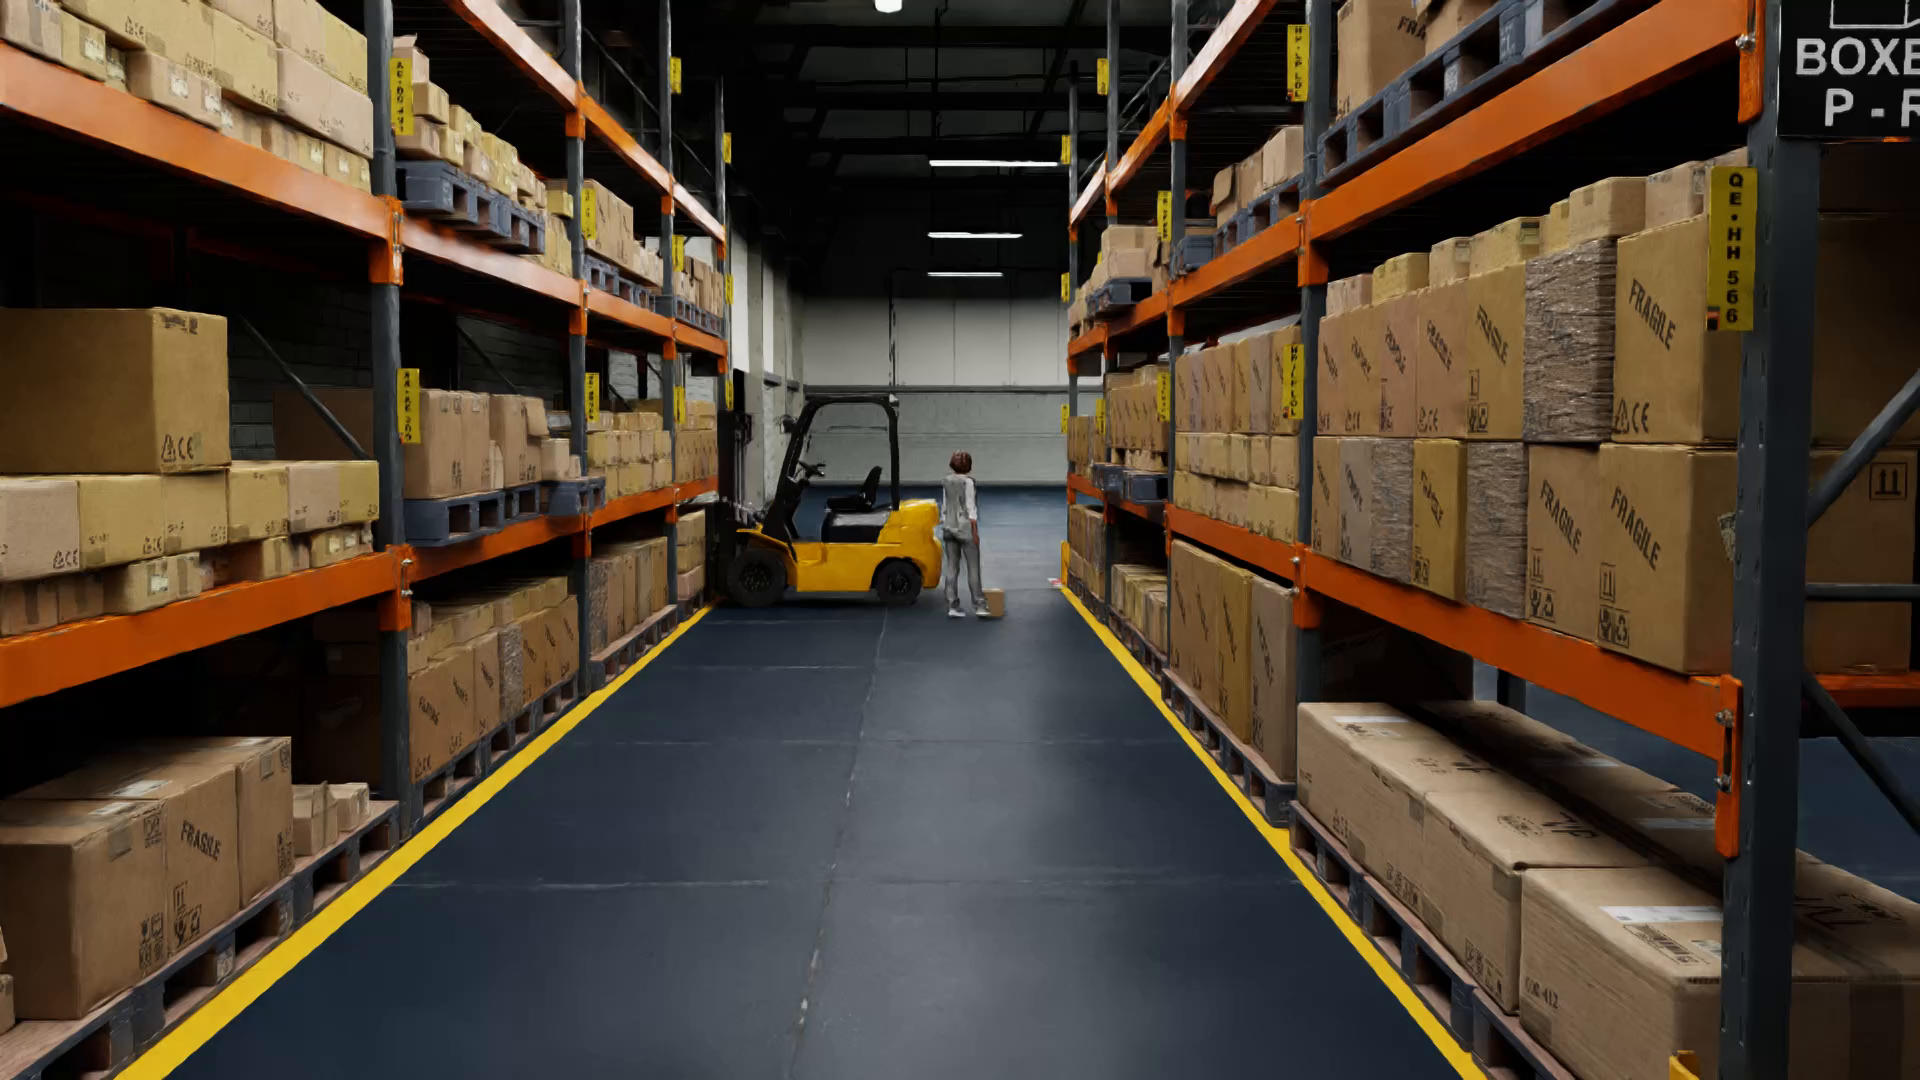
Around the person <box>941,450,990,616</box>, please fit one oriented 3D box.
[{"bbox_3d":[0.053,-0.066,16.055,0.422,1.602,0.492,3,5,40],"label":"person"}]
